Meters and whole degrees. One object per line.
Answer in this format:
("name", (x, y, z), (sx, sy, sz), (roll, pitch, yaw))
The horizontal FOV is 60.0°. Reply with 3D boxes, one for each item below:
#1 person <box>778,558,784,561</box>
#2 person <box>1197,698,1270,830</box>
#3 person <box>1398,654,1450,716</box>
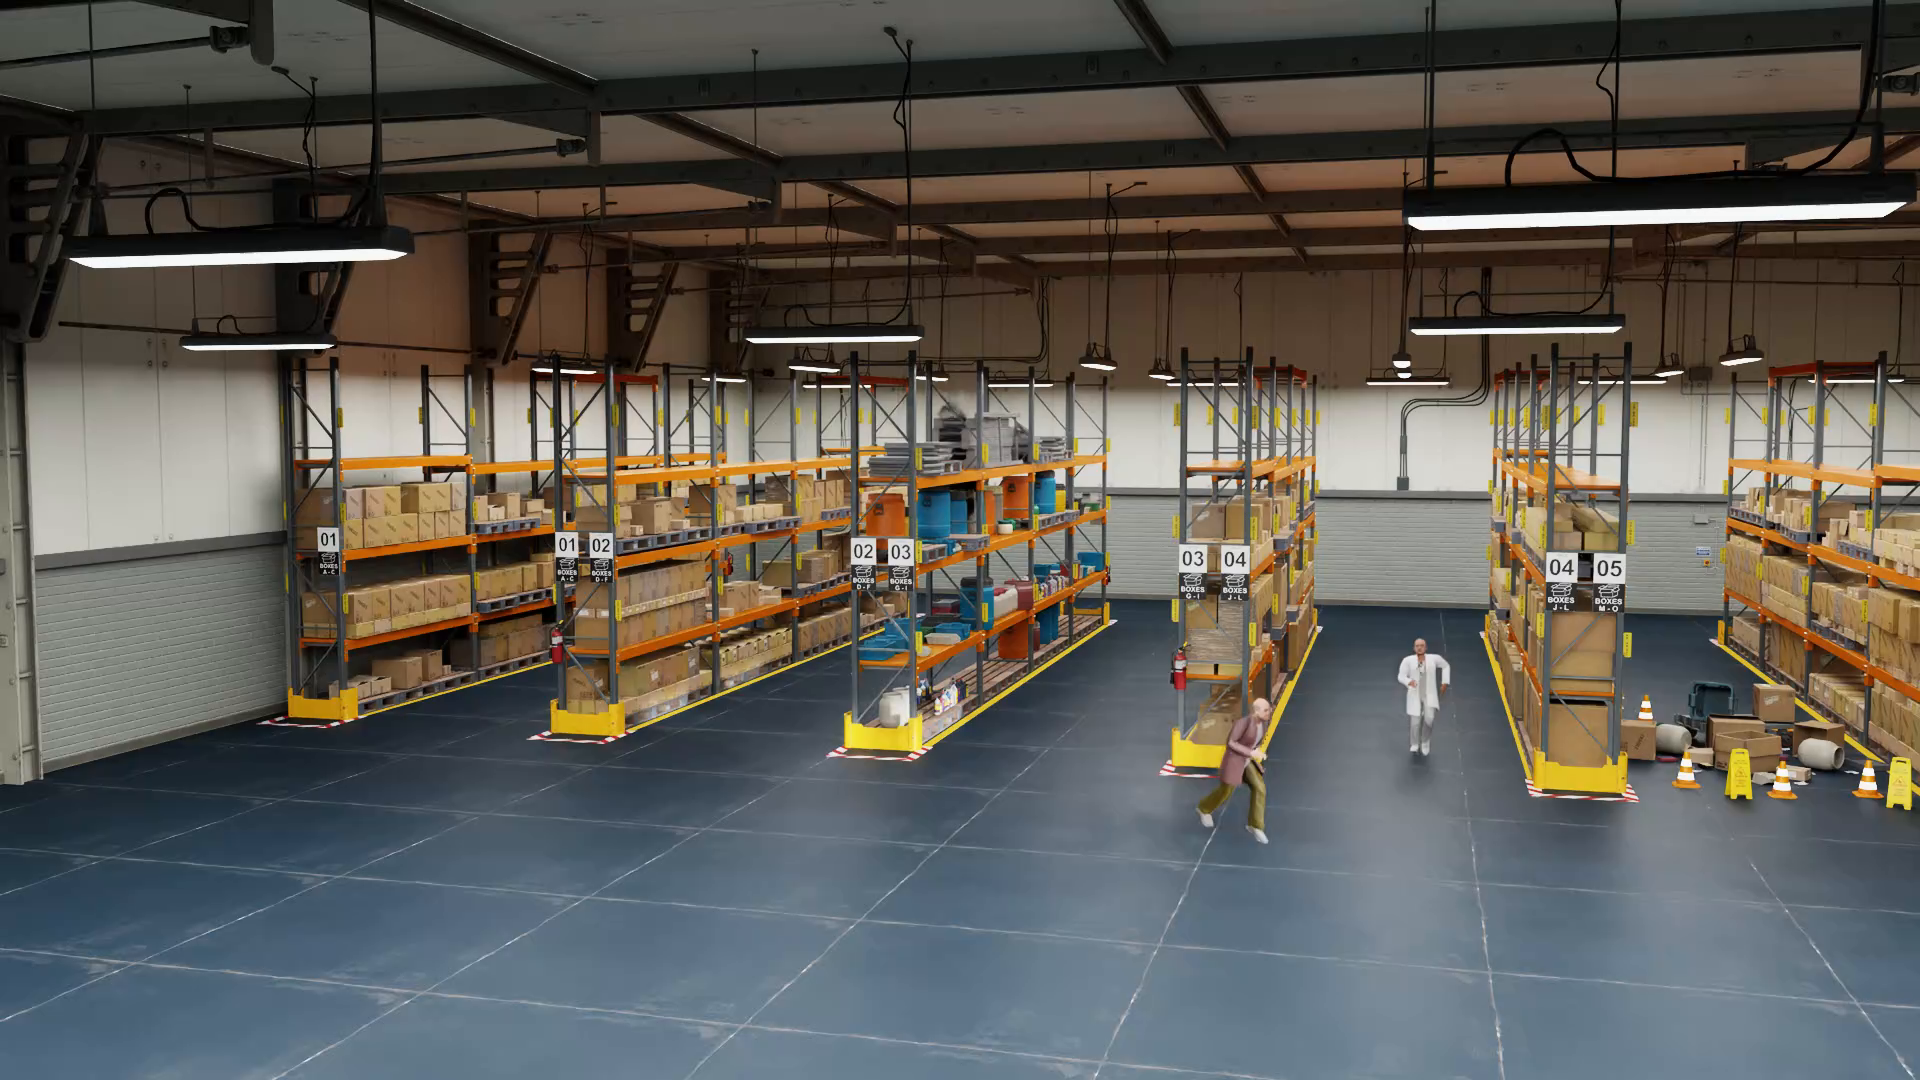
("person", (-4.254, 1.215, 39.866), (0.613, 1.598, 0.623), (1, 4, 12))
("person", (3.287, 2.629, 19.925), (0.995, 1.566, 0.755), (4, 6, 43))
("person", (6.818, 2.117, 24.455), (0.733, 0.936, 0.601), (1, 4, 17))
